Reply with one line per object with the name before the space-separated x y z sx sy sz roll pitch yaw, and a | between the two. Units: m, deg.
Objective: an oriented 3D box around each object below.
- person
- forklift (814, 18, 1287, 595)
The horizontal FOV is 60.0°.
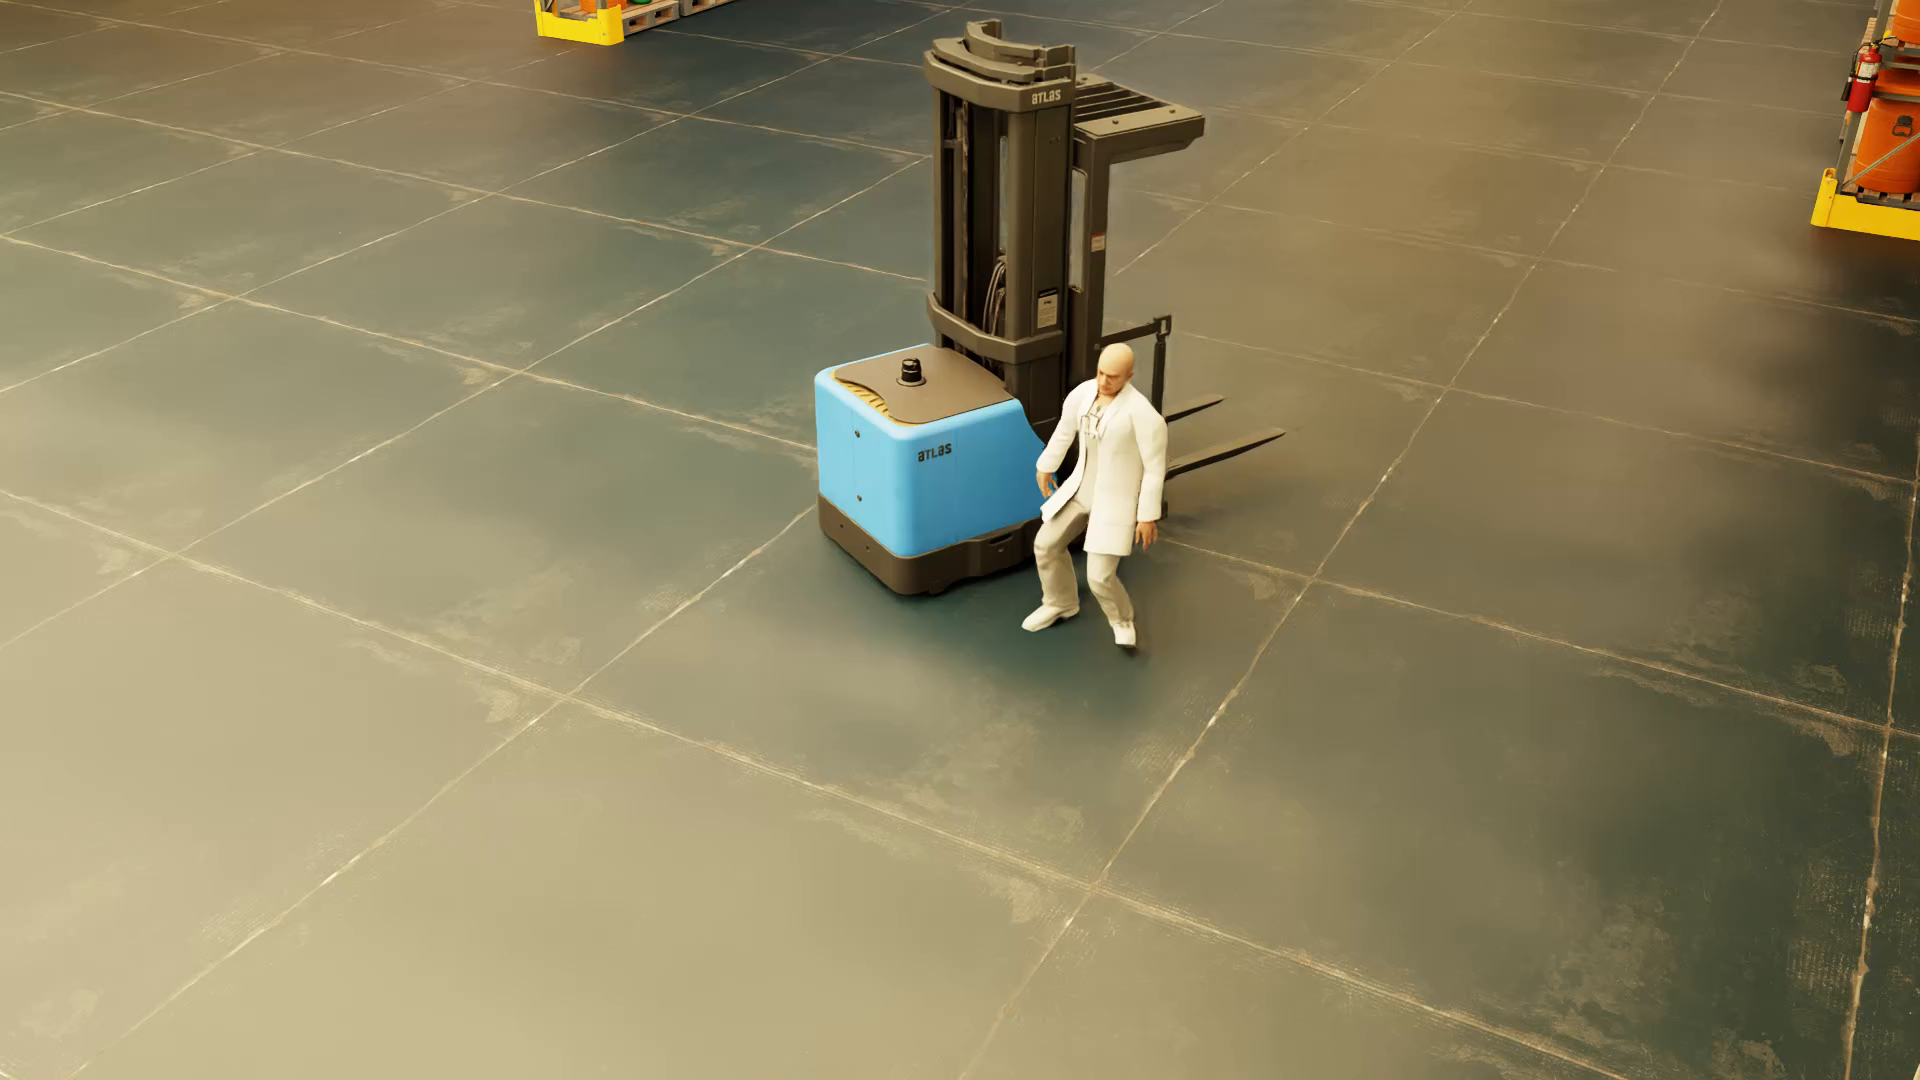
person | 0.676 -0.232 8.702 0.504 1.719 0.841 -20 36 -31
forklift | 0.666 -1.509 9.685 3.031 2.935 1.130 -18 34 -28
